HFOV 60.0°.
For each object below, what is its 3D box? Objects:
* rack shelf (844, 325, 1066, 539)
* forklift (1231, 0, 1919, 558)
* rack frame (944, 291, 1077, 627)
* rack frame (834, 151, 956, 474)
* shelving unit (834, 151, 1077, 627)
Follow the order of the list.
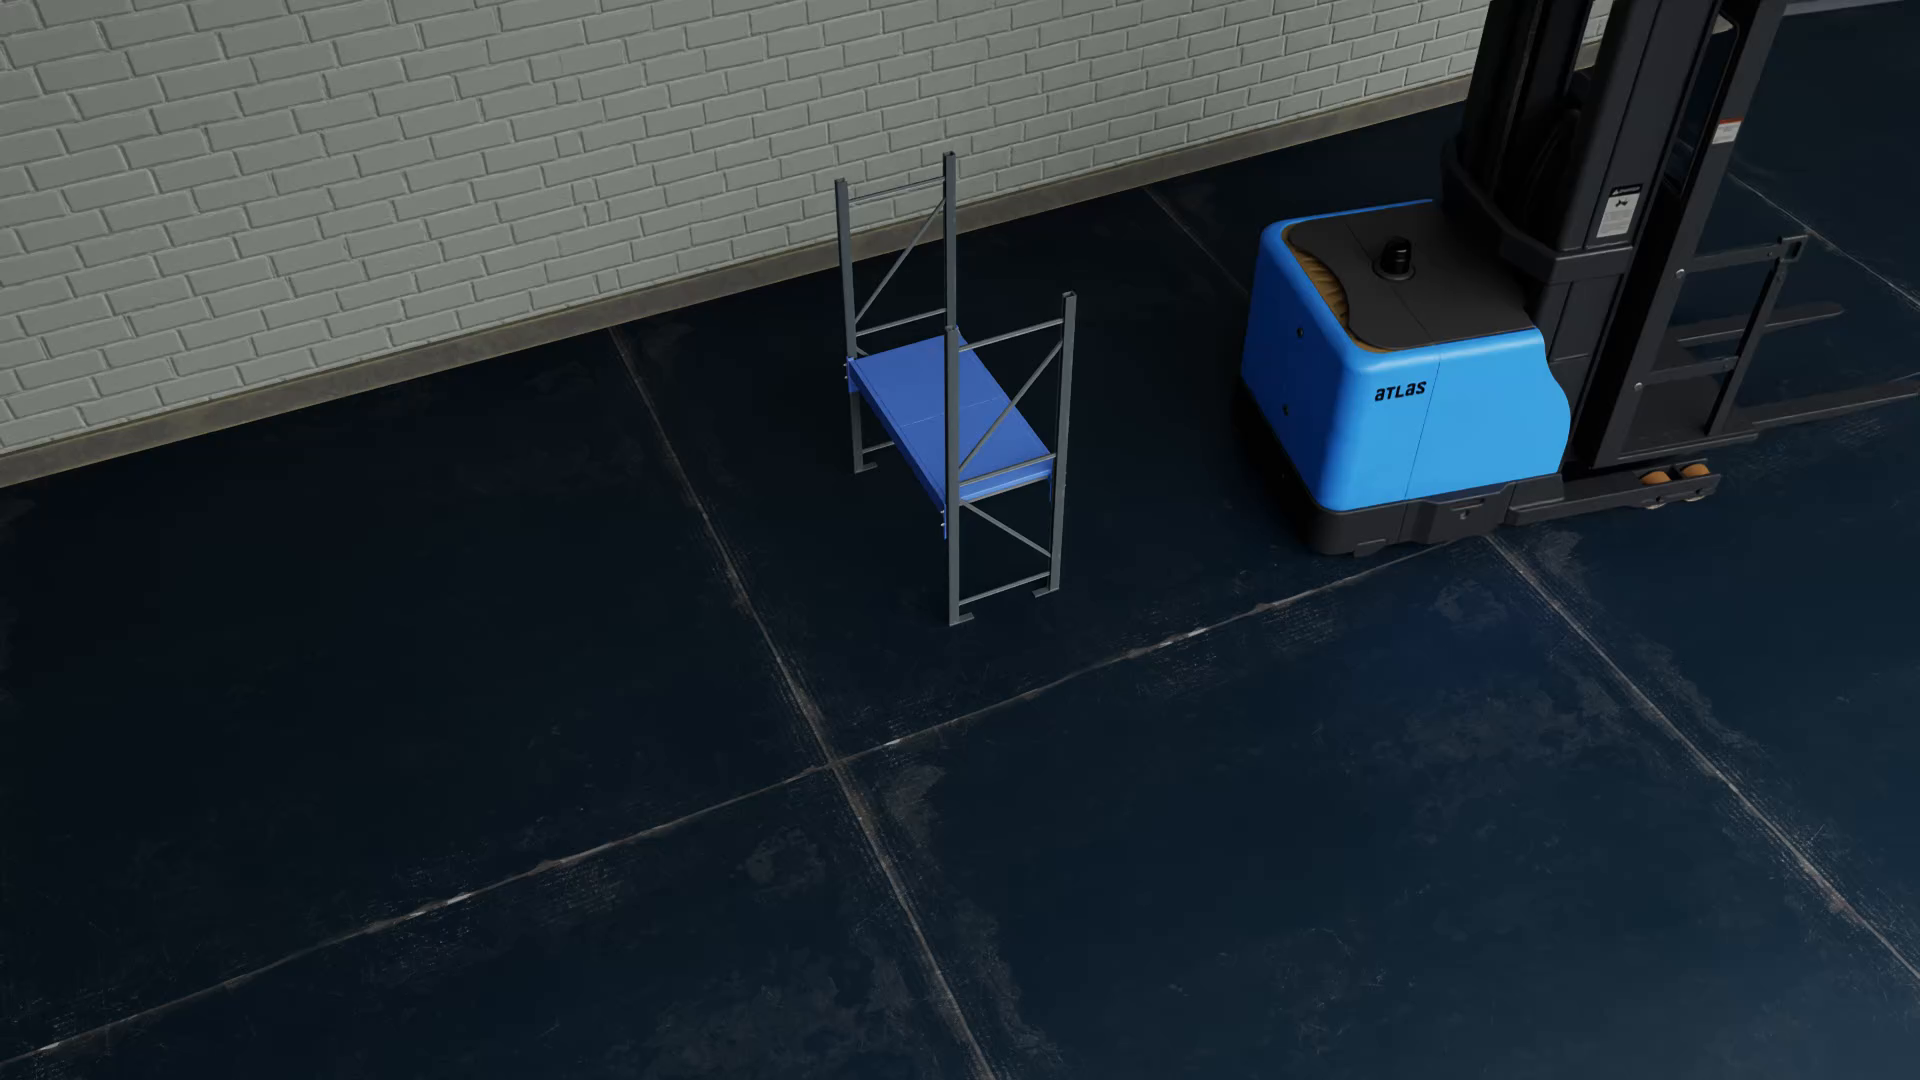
[{"bbox_3d":[-0.036,-0.460,6.773,0.538,0.185,1.000,-18,47,-17],"label":"rack shelf"},{"bbox_3d":[2.813,-1.530,6.583,3.031,2.935,1.130,-10,46,-10],"label":"forklift"},{"bbox_3d":[0.178,-0.264,6.319,0.500,1.500,0.032,-18,47,-17],"label":"rack frame"},{"bbox_3d":[-0.250,-0.912,6.975,0.500,1.500,0.032,-18,47,-17],"label":"rack frame"},{"bbox_3d":[-0.036,-0.588,6.647,0.538,1.500,1.048,-18,47,-17],"label":"shelving unit"}]
